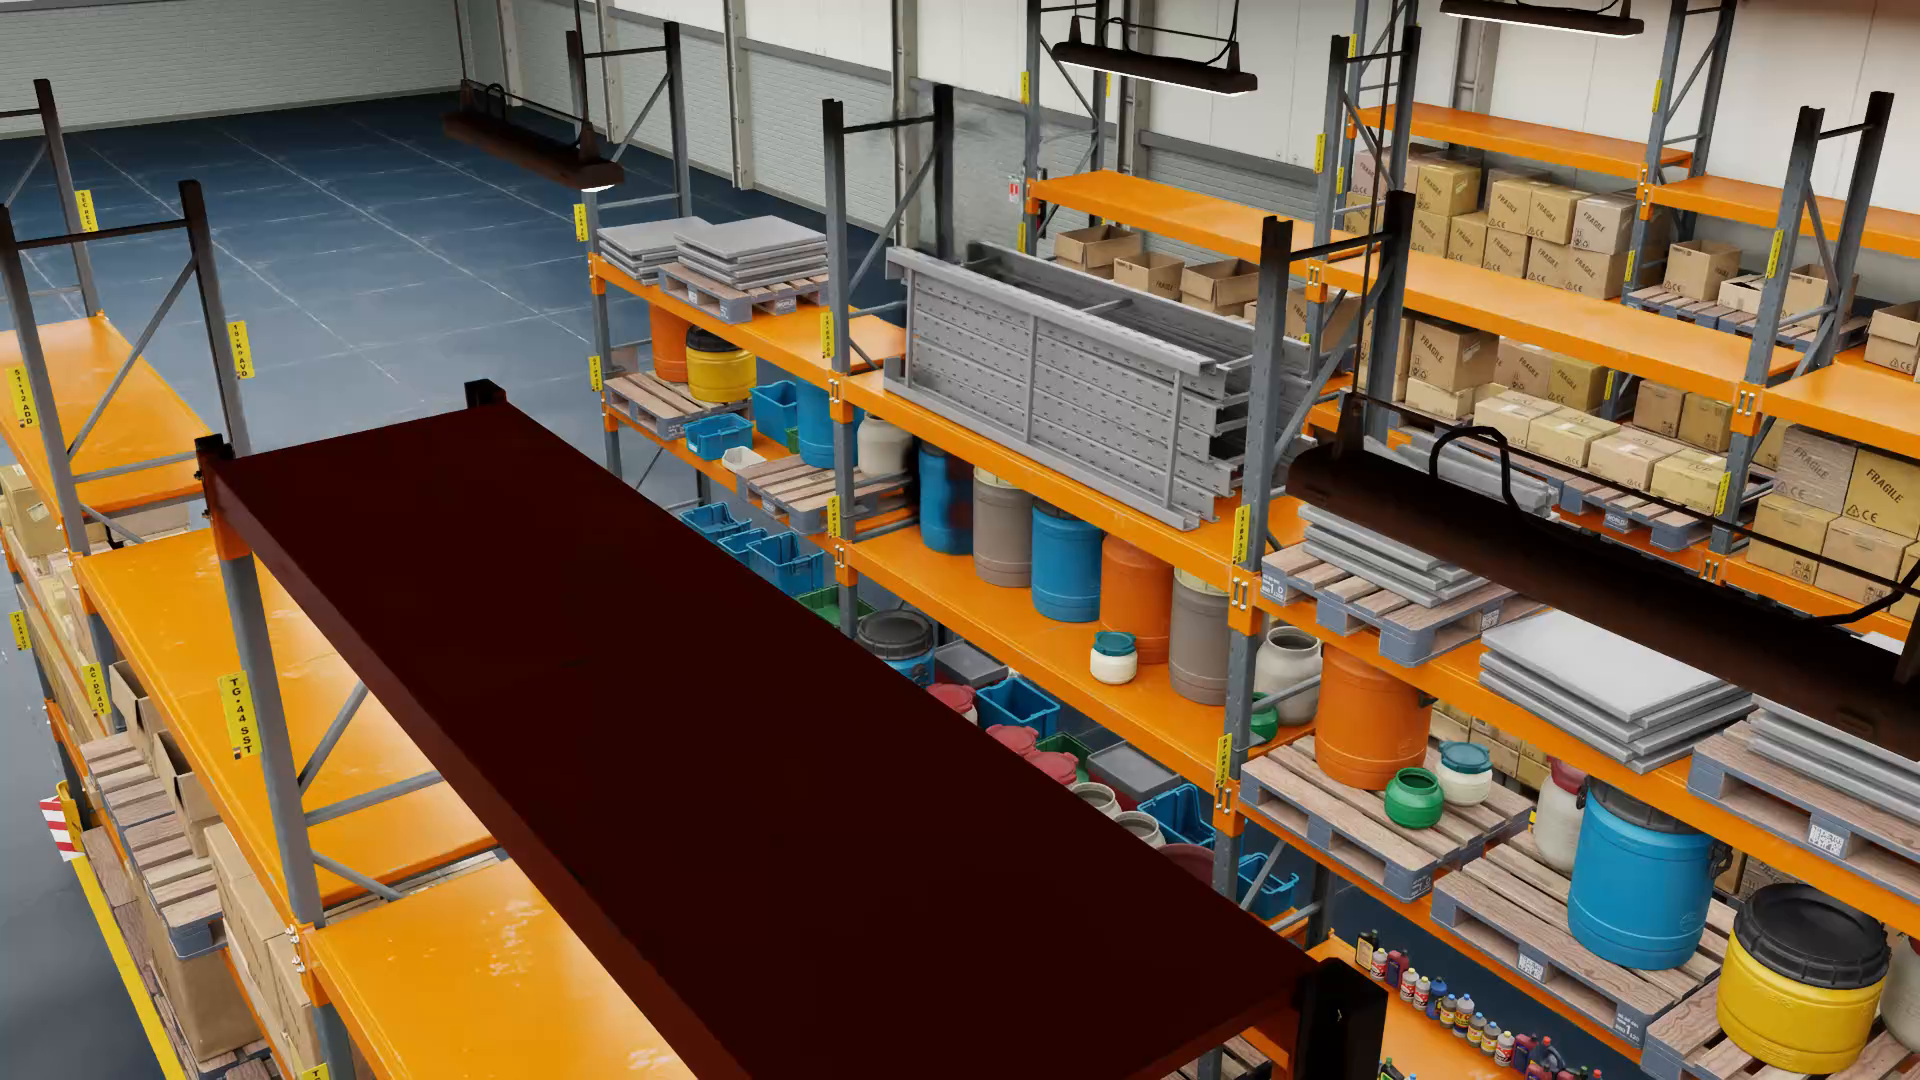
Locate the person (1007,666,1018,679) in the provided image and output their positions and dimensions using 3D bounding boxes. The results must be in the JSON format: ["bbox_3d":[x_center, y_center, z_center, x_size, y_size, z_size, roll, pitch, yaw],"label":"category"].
[{"bbox_3d":[0.294,0.702,15.315,0.634,1.803,0.929,-20,32,-37],"label":"person"}]
